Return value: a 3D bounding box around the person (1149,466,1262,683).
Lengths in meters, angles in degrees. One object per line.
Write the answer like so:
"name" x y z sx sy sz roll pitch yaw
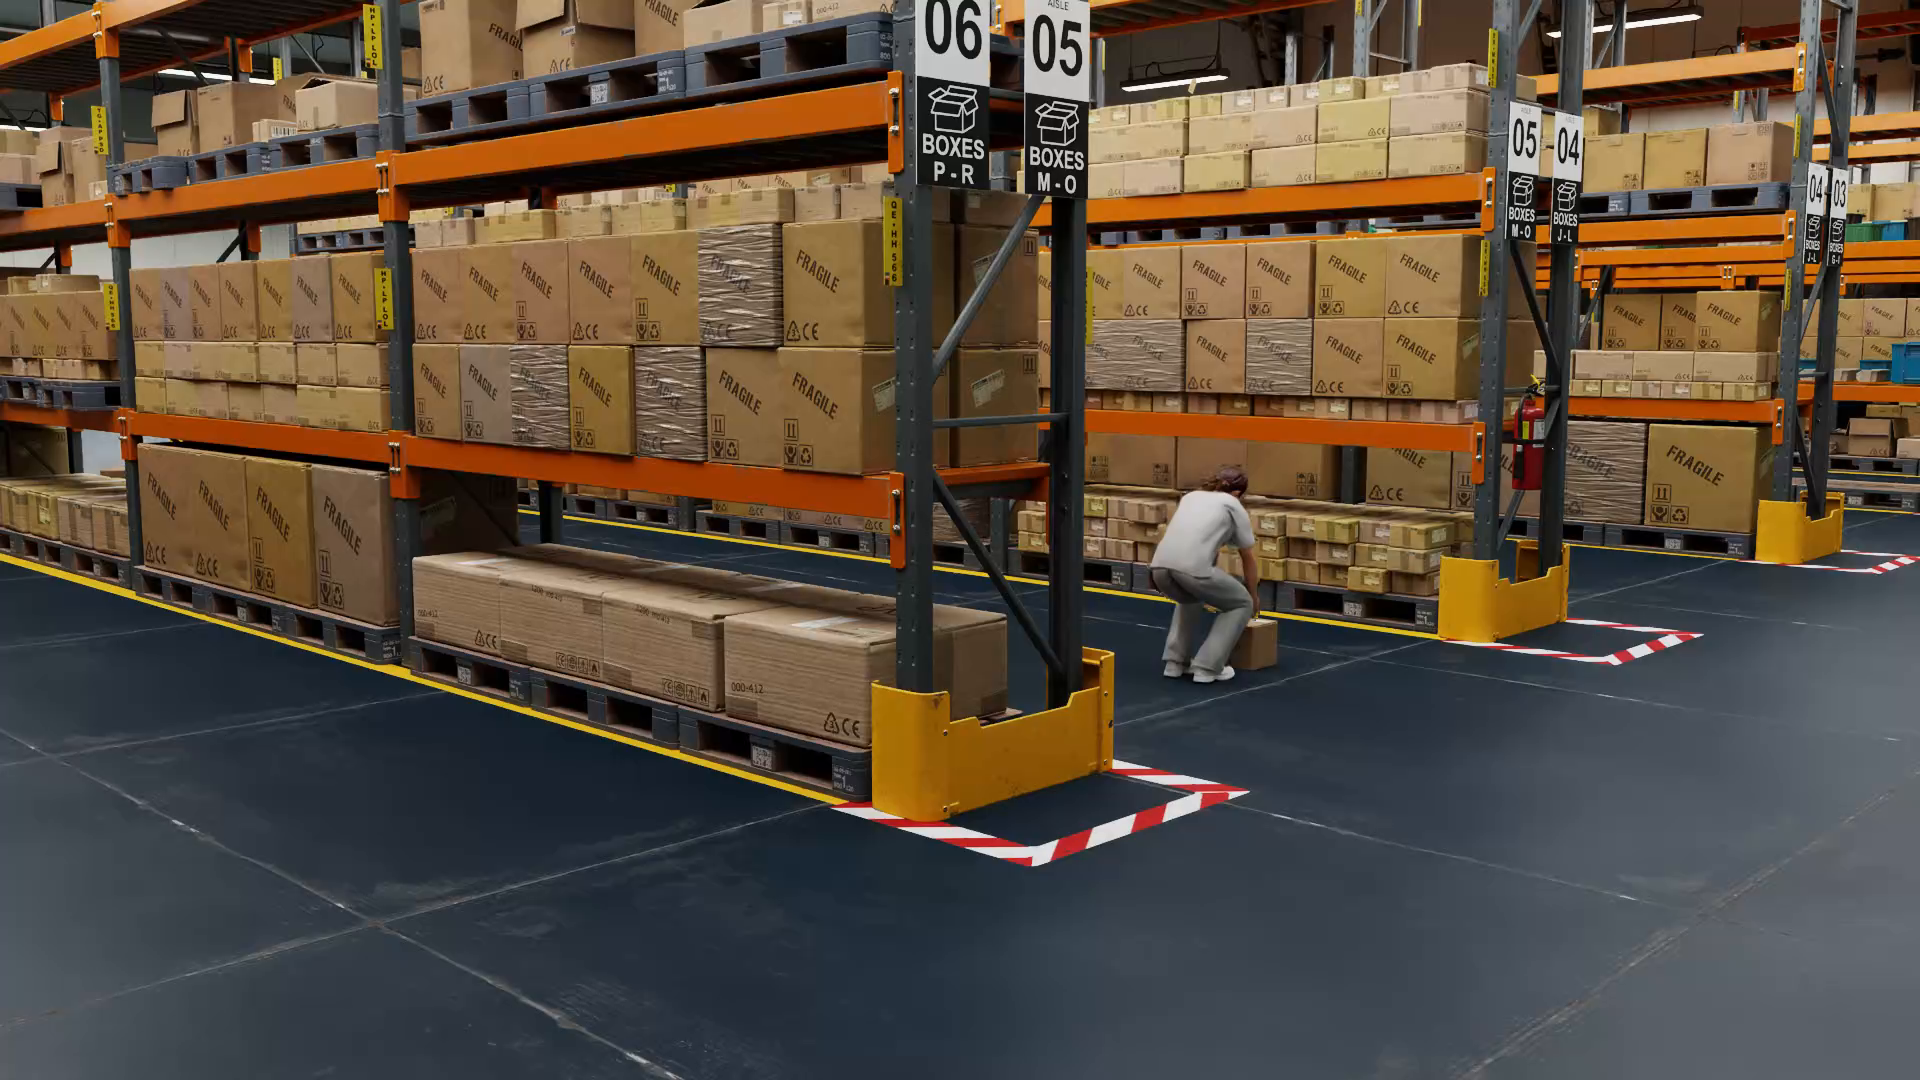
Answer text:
"person" 1.324 0.178 9.058 0.494 1.130 0.750 7 10 43
